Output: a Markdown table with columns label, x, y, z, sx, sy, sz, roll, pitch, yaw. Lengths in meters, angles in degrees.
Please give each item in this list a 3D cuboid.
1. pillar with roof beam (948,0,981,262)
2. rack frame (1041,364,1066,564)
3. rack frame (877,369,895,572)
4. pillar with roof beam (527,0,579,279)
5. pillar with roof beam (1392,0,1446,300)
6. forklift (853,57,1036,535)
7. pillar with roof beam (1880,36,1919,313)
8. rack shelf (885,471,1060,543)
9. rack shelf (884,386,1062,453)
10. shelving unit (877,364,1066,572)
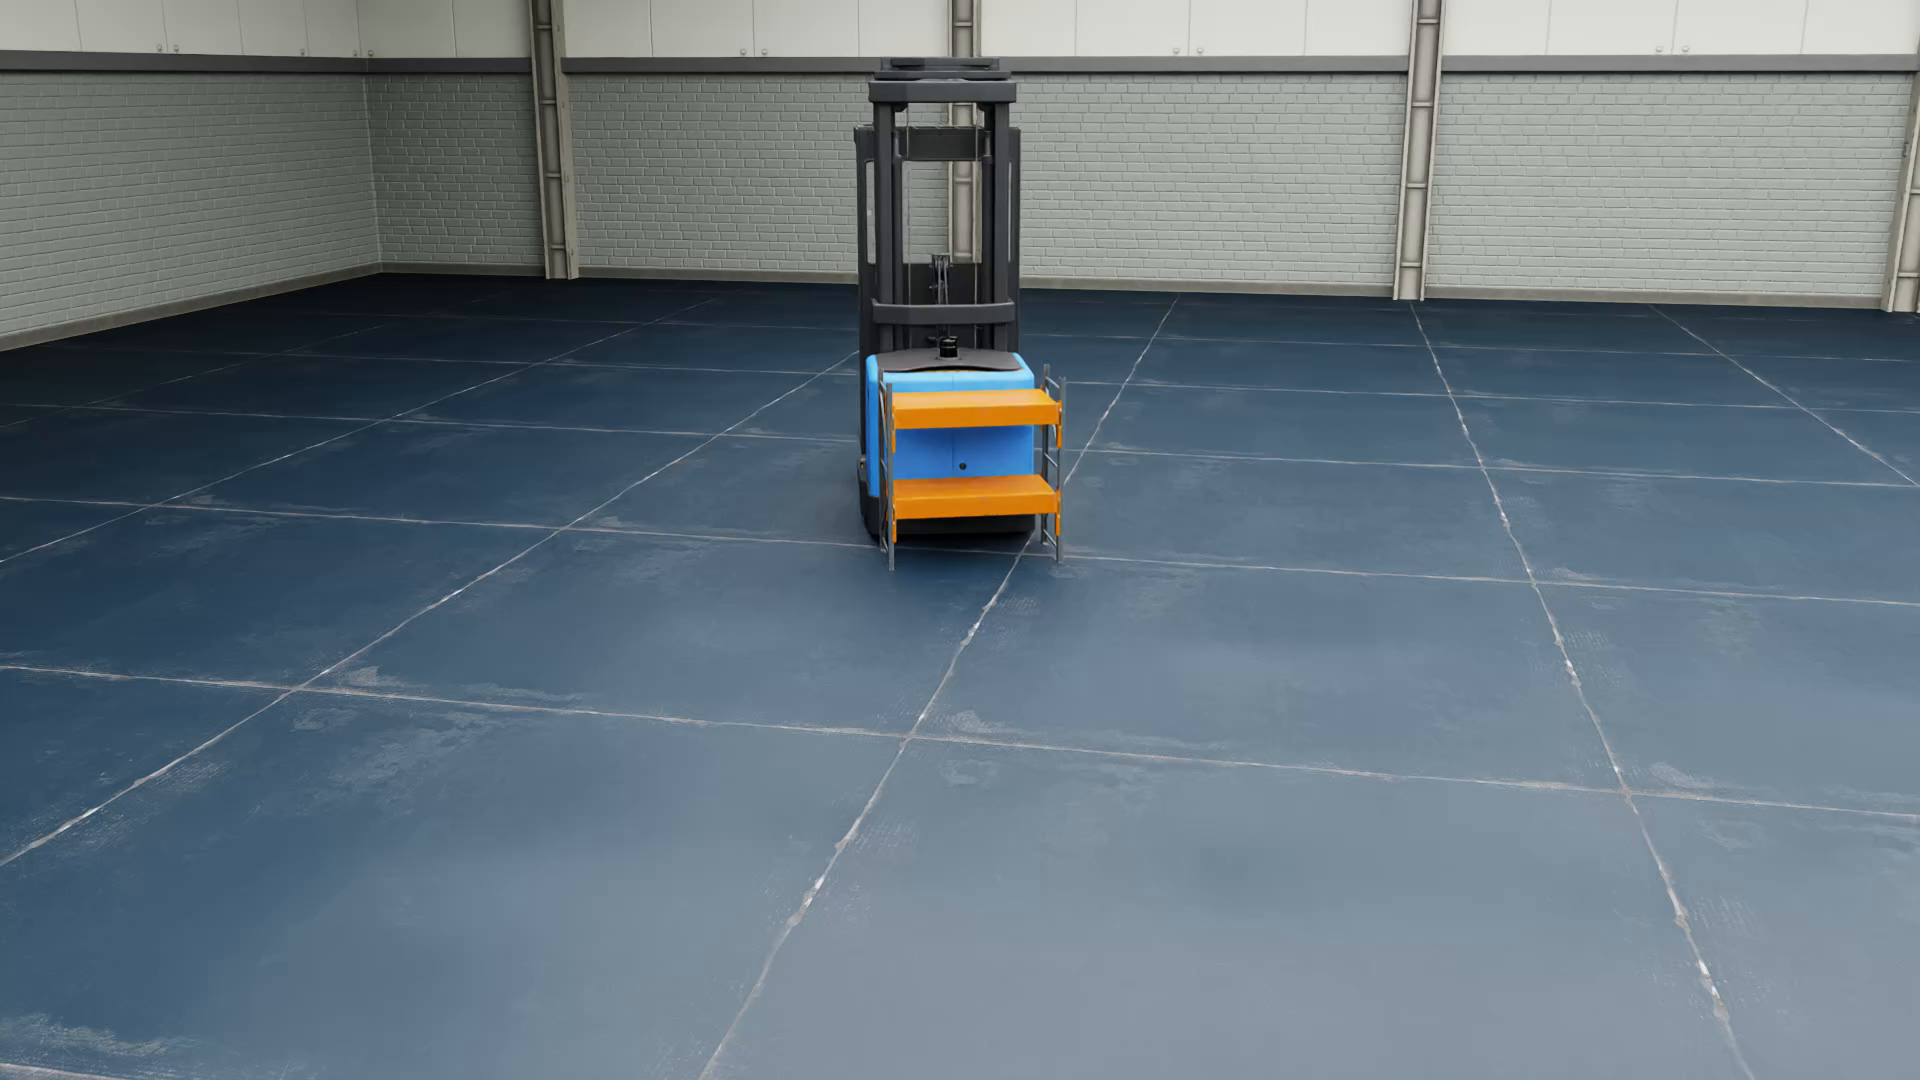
| label | x | y | z | sx | sy | sz | roll | pitch | yaw |
| --- | --- | --- | --- | --- | --- | --- | --- | --- | --- |
| pillar with roof beam | -0.797 | -6.733 | 17.940 | 0.400 | 9.000 | 9.100 | 3 | 16 | 11 |
| rack frame | 0.563 | -0.463 | 10.058 | 0.032 | 1.125 | 0.500 | -2 | 16 | -9 |
| rack frame | -0.442 | -0.421 | 9.904 | 0.032 | 1.125 | 0.500 | -2 | 16 | -9 |
| pillar with roof beam | -6.677 | -7.052 | 19.093 | 0.400 | 9.000 | 9.100 | 3 | 16 | 11 |
| pillar with roof beam | 5.083 | -6.413 | 16.788 | 0.400 | 9.000 | 9.100 | 3 | 16 | 11 |
| forklift | -0.163 | -1.785 | 11.447 | 1.130 | 2.935 | 3.031 | -1 | 16 | -5 |
| pillar with roof beam | 10.962 | -6.094 | 15.636 | 0.400 | 9.000 | 9.100 | 3 | 16 | 11 |
| rack shelf | 0.060 | -0.207 | 10.046 | 1.000 | 0.278 | 0.538 | -2 | 16 | -9 |
| rack shelf | 0.060 | -0.724 | 9.903 | 1.000 | 0.278 | 0.538 | -2 | 16 | -9 |
| shelving unit | 0.060 | -0.442 | 9.981 | 1.048 | 1.125 | 0.538 | -2 | 16 | -9 |
